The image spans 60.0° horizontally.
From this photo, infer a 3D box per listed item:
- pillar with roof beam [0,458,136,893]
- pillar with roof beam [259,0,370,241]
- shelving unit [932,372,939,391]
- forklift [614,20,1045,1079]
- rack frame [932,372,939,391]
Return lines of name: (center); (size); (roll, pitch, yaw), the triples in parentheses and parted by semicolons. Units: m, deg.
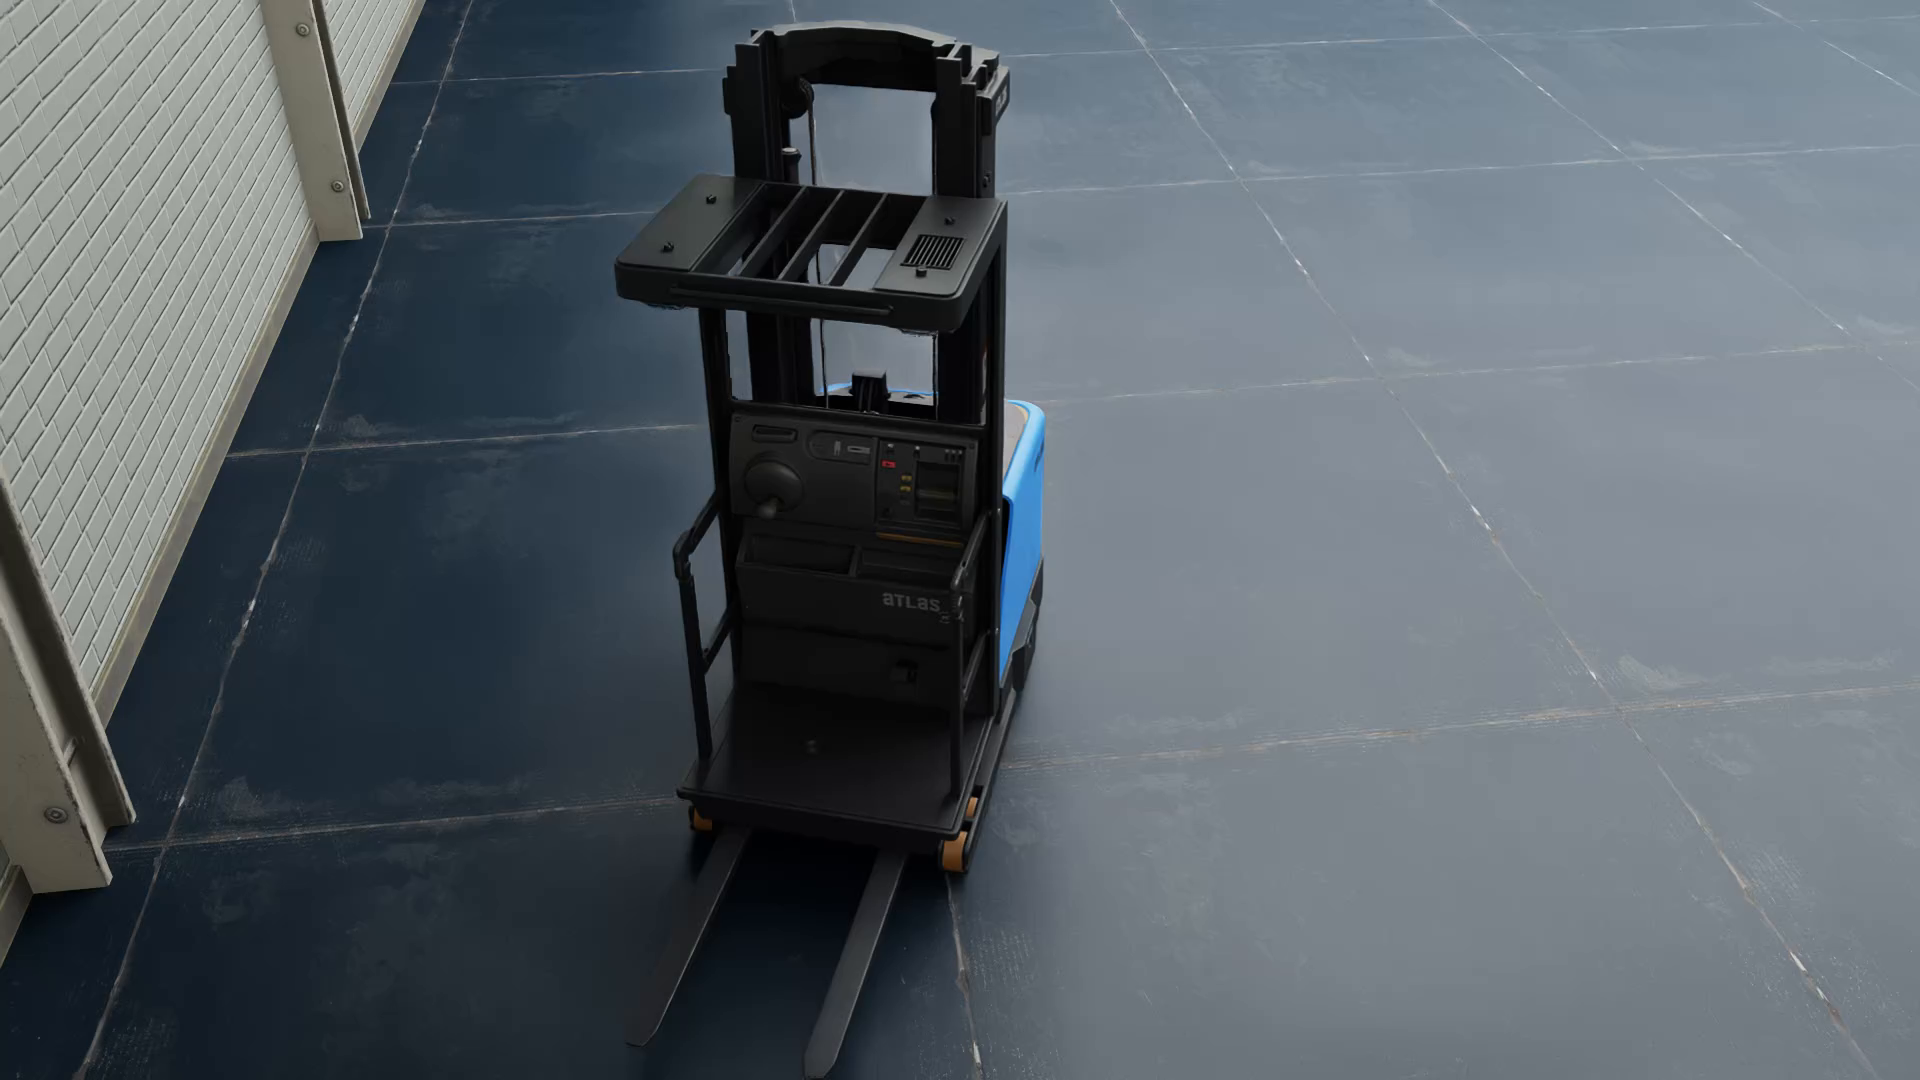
pillar with roof beam: (0.851, -2.828, 4.409); (9.100, 9.000, 0.400); (-4, 35, -6)
pillar with roof beam: (0.044, -6.176, 9.322); (9.100, 9.000, 0.400); (-4, 35, -6)
shelving unit: (0.001, -0.367, 7.990); (0.258, 0.900, 0.210); (-4, 35, -6)
forklift: (-0.438, -0.172, 5.899); (1.130, 2.935, 3.031); (7, 35, 10)
rack frame: (-0.013, -0.424, 8.073); (0.240, 0.900, 0.006); (-4, 35, -6)
